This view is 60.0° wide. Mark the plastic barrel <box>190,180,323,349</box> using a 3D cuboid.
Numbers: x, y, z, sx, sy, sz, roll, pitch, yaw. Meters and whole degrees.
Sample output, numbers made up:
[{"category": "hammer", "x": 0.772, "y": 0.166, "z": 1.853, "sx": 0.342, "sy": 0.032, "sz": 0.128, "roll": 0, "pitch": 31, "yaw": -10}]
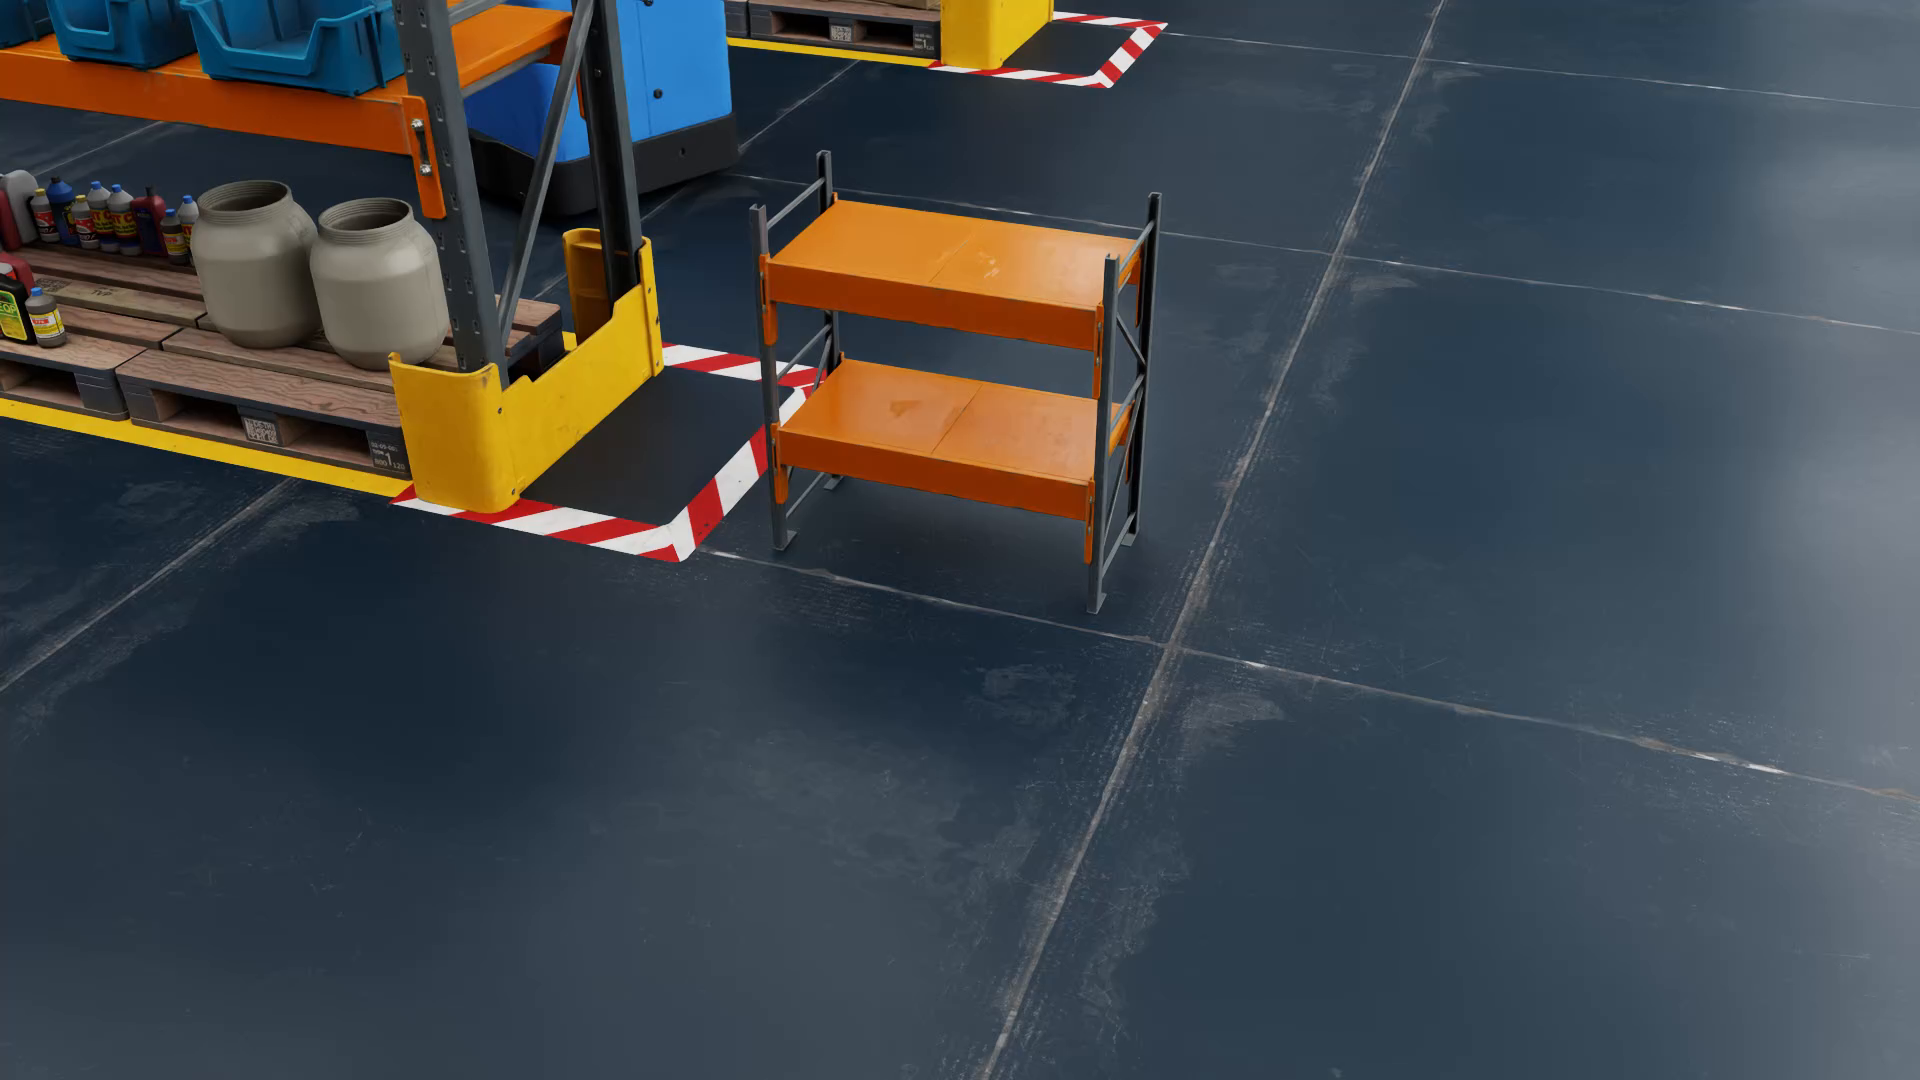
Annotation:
[{"category": "plastic barrel", "x": -2.484, "y": -0.979, "z": 5.908, "sx": 0.421, "sy": 0.512, "sz": 0.421, "roll": 0, "pitch": 33, "yaw": 0}]

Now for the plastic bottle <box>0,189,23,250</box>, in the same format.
[{"category": "plastic bottle", "x": -3.828, "y": -1.299, "z": 6.596, "sx": 0.133, "sy": 0.283, "sz": 0.061, "roll": 11, "pitch": 34, "yaw": 16}]

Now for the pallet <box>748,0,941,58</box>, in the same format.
[{"category": "pallet", "x": -0.521, "y": -3.213, "z": 10.032, "sx": 1.213, "sy": 0.211, "sz": 1.003, "roll": 11, "pitch": 34, "yaw": 16}]

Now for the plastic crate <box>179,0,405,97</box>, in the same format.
[{"category": "plastic crate", "x": -1.939, "y": -1.551, "z": 5.024, "sx": 0.616, "sy": 0.251, "sz": 0.499, "roll": 11, "pitch": 34, "yaw": 16}]

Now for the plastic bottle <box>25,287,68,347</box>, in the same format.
[{"category": "plastic bottle", "x": -3.244, "y": -0.796, "z": 5.892, "sx": 0.097, "sy": 0.201, "sz": 0.097, "roll": 0, "pitch": 33, "yaw": 0}]

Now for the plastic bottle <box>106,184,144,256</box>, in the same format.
[{"category": "plastic bottle", "x": -3.292, "y": -1.267, "z": 6.557, "sx": 0.097, "sy": 0.271, "sz": 0.097, "roll": 0, "pitch": 33, "yaw": 0}]

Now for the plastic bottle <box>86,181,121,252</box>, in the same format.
[{"category": "plastic bottle", "x": -3.386, "y": -1.285, "z": 6.585, "sx": 0.097, "sy": 0.271, "sz": 0.097, "roll": 0, "pitch": 33, "yaw": 0}]

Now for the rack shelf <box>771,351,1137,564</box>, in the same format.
[{"category": "rack shelf", "x": -0.006, "y": -0.268, "z": 5.079, "sx": 1.000, "sy": 0.278, "sz": 0.538, "roll": 11, "pitch": 34, "yaw": 16}]

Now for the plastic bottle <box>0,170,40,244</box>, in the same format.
[{"category": "plastic bottle", "x": -3.793, "y": -1.351, "z": 6.682, "sx": 0.135, "sy": 0.276, "sz": 0.152, "roll": 12, "pitch": 35, "yaw": 17}]

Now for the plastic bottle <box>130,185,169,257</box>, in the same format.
[{"category": "plastic bottle", "x": -3.176, "y": -1.260, "z": 6.535, "sx": 0.133, "sy": 0.283, "sz": 0.061, "roll": 12, "pitch": 35, "yaw": 17}]

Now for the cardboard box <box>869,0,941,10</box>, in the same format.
[{"category": "cardboard box", "x": -0.279, "y": -3.453, "z": 9.750, "sx": 0.500, "sy": 0.500, "sz": 0.500, "roll": 18, "pitch": 37, "yaw": 25}]

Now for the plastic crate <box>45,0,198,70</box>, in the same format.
[{"category": "plastic crate", "x": -2.549, "y": -1.673, "z": 5.213, "sx": 0.408, "sy": 0.251, "sz": 0.499, "roll": 11, "pitch": 34, "yaw": 16}]

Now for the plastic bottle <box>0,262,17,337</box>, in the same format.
[{"category": "plastic bottle", "x": -3.472, "y": -0.888, "z": 5.965, "sx": 0.135, "sy": 0.276, "sz": 0.152, "roll": 11, "pitch": 35, "yaw": 17}]

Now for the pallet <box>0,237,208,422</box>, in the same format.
[{"category": "pallet", "x": -3.362, "y": -0.869, "z": 6.401, "sx": 1.213, "sy": 0.211, "sz": 1.003, "roll": 11, "pitch": 34, "yaw": 16}]

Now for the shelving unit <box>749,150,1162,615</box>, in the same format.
[{"category": "shelving unit", "x": -0.006, "y": -0.474, "z": 4.947, "sx": 1.048, "sy": 1.125, "sz": 0.538, "roll": 11, "pitch": 34, "yaw": 16}]

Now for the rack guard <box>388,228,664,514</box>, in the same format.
[{"category": "rack guard", "x": -1.455, "y": -0.614, "z": 5.741, "sx": 0.348, "sy": 0.500, "sz": 1.175, "roll": 11, "pitch": 34, "yaw": 16}]

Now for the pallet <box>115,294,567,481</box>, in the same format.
[{"category": "pallet", "x": -2.218, "y": -0.645, "z": 6.054, "sx": 1.213, "sy": 0.211, "sz": 1.003, "roll": 11, "pitch": 34, "yaw": 16}]

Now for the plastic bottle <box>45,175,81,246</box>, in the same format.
[{"category": "plastic bottle", "x": -3.577, "y": -1.322, "z": 6.642, "sx": 0.097, "sy": 0.271, "sz": 0.097, "roll": 0, "pitch": 33, "yaw": 0}]

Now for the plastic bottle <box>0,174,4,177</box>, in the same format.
[{"category": "plastic bottle", "x": -3.945, "y": -1.414, "z": 6.711, "sx": 0.185, "sy": 0.351, "sz": 0.144, "roll": 11, "pitch": 34, "yaw": 16}]

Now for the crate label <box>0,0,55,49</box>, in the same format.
[{"category": "crate label", "x": -3.191, "y": -1.888, "z": 5.377, "sx": 0.616, "sy": 0.435, "sz": 0.502, "roll": 11, "pitch": 34, "yaw": 16}]

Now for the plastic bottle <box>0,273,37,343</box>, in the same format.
[{"category": "plastic bottle", "x": -3.360, "y": -0.843, "z": 5.888, "sx": 0.133, "sy": 0.283, "sz": 0.061, "roll": 12, "pitch": 35, "yaw": 18}]

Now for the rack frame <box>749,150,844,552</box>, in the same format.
[{"category": "rack frame", "x": -0.485, "y": -0.567, "z": 5.091, "sx": 0.032, "sy": 1.125, "sz": 0.500, "roll": 11, "pitch": 34, "yaw": 16}]

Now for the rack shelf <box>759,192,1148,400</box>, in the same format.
[{"category": "rack shelf", "x": -0.006, "y": -0.720, "z": 4.788, "sx": 1.000, "sy": 0.278, "sz": 0.538, "roll": 11, "pitch": 34, "yaw": 16}]

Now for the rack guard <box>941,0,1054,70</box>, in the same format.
[{"category": "rack guard", "x": 0.232, "y": -3.168, "z": 9.695, "sx": 0.348, "sy": 0.500, "sz": 1.175, "roll": 11, "pitch": 34, "yaw": 16}]

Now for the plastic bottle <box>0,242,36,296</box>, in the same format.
[{"category": "plastic bottle", "x": -3.437, "y": -0.945, "z": 6.047, "sx": 0.133, "sy": 0.283, "sz": 0.061, "roll": 11, "pitch": 34, "yaw": 16}]

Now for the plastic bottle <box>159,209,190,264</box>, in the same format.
[{"category": "plastic bottle", "x": -3.066, "y": -1.194, "z": 6.508, "sx": 0.097, "sy": 0.201, "sz": 0.097, "roll": 0, "pitch": 33, "yaw": 0}]

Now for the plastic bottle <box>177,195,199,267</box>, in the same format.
[{"category": "plastic bottle", "x": -2.969, "y": -1.204, "z": 6.459, "sx": 0.097, "sy": 0.271, "sz": 0.097, "roll": 0, "pitch": 33, "yaw": 0}]

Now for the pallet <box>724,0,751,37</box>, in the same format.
[{"category": "pallet", "x": -1.665, "y": -3.437, "z": 10.379, "sx": 1.213, "sy": 0.211, "sz": 1.003, "roll": 11, "pitch": 34, "yaw": 16}]

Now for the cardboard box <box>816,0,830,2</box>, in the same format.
[{"category": "cardboard box", "x": -0.853, "y": -3.545, "z": 9.892, "sx": 0.500, "sy": 0.500, "sz": 0.500, "roll": 21, "pitch": 38, "yaw": 29}]

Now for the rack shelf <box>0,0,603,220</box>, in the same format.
[{"category": "rack shelf", "x": -3.250, "y": -1.738, "z": 5.840, "sx": 4.000, "sy": 0.370, "sz": 1.077, "roll": 11, "pitch": 34, "yaw": 16}]

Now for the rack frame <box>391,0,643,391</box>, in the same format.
[{"category": "rack frame", "x": -1.367, "y": -1.675, "z": 5.078, "sx": 0.127, "sy": 3.000, "sz": 1.000, "roll": 11, "pitch": 34, "yaw": 16}]

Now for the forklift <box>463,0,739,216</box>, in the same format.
[{"category": "forklift", "x": -2.441, "y": -3.362, "z": 7.755, "sx": 1.130, "sy": 2.935, "sz": 3.031, "roll": -28, "pitch": 42, "yaw": -36}]

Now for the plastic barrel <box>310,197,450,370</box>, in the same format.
[{"category": "plastic barrel", "x": -2.013, "y": -0.887, "z": 5.765, "sx": 0.421, "sy": 0.512, "sz": 0.421, "roll": 0, "pitch": 33, "yaw": 0}]

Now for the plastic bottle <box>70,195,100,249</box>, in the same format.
[{"category": "plastic bottle", "x": -3.479, "y": -1.274, "z": 6.632, "sx": 0.097, "sy": 0.201, "sz": 0.097, "roll": 0, "pitch": 33, "yaw": 0}]

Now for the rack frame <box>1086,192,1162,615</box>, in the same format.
[{"category": "rack frame", "x": 0.472, "y": -0.381, "z": 4.803, "sx": 0.032, "sy": 1.125, "sz": 0.500, "roll": 11, "pitch": 34, "yaw": 16}]

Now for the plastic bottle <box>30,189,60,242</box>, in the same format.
[{"category": "plastic bottle", "x": -3.673, "y": -1.312, "z": 6.690, "sx": 0.097, "sy": 0.201, "sz": 0.097, "roll": 0, "pitch": 33, "yaw": 0}]
